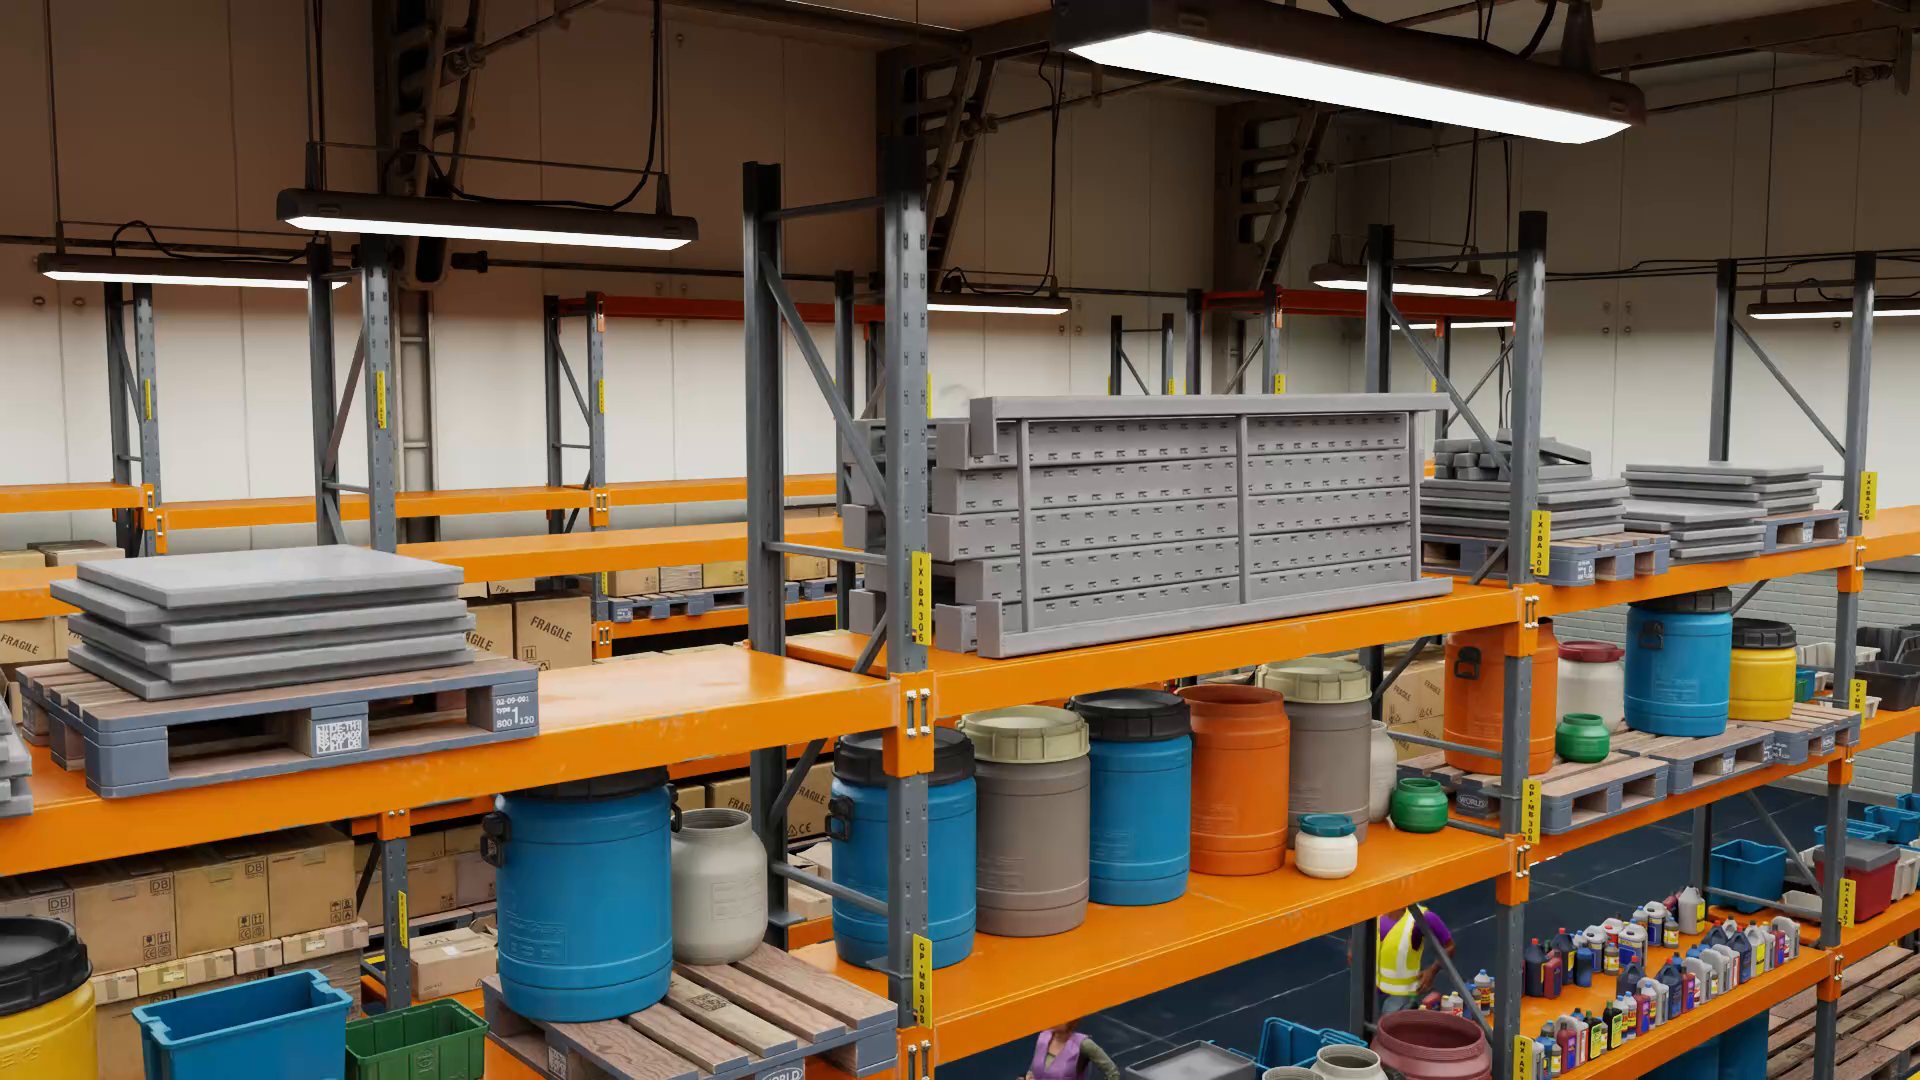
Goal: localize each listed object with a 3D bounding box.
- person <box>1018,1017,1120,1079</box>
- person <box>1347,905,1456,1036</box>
[{"bbox_3d":[0.589,3.443,9.676,0.660,1.635,0.514,-5,7,-40],"label":"person"},{"bbox_3d":[3.015,3.138,11.633,0.935,1.754,0.706,-5,8,-43],"label":"person"}]
